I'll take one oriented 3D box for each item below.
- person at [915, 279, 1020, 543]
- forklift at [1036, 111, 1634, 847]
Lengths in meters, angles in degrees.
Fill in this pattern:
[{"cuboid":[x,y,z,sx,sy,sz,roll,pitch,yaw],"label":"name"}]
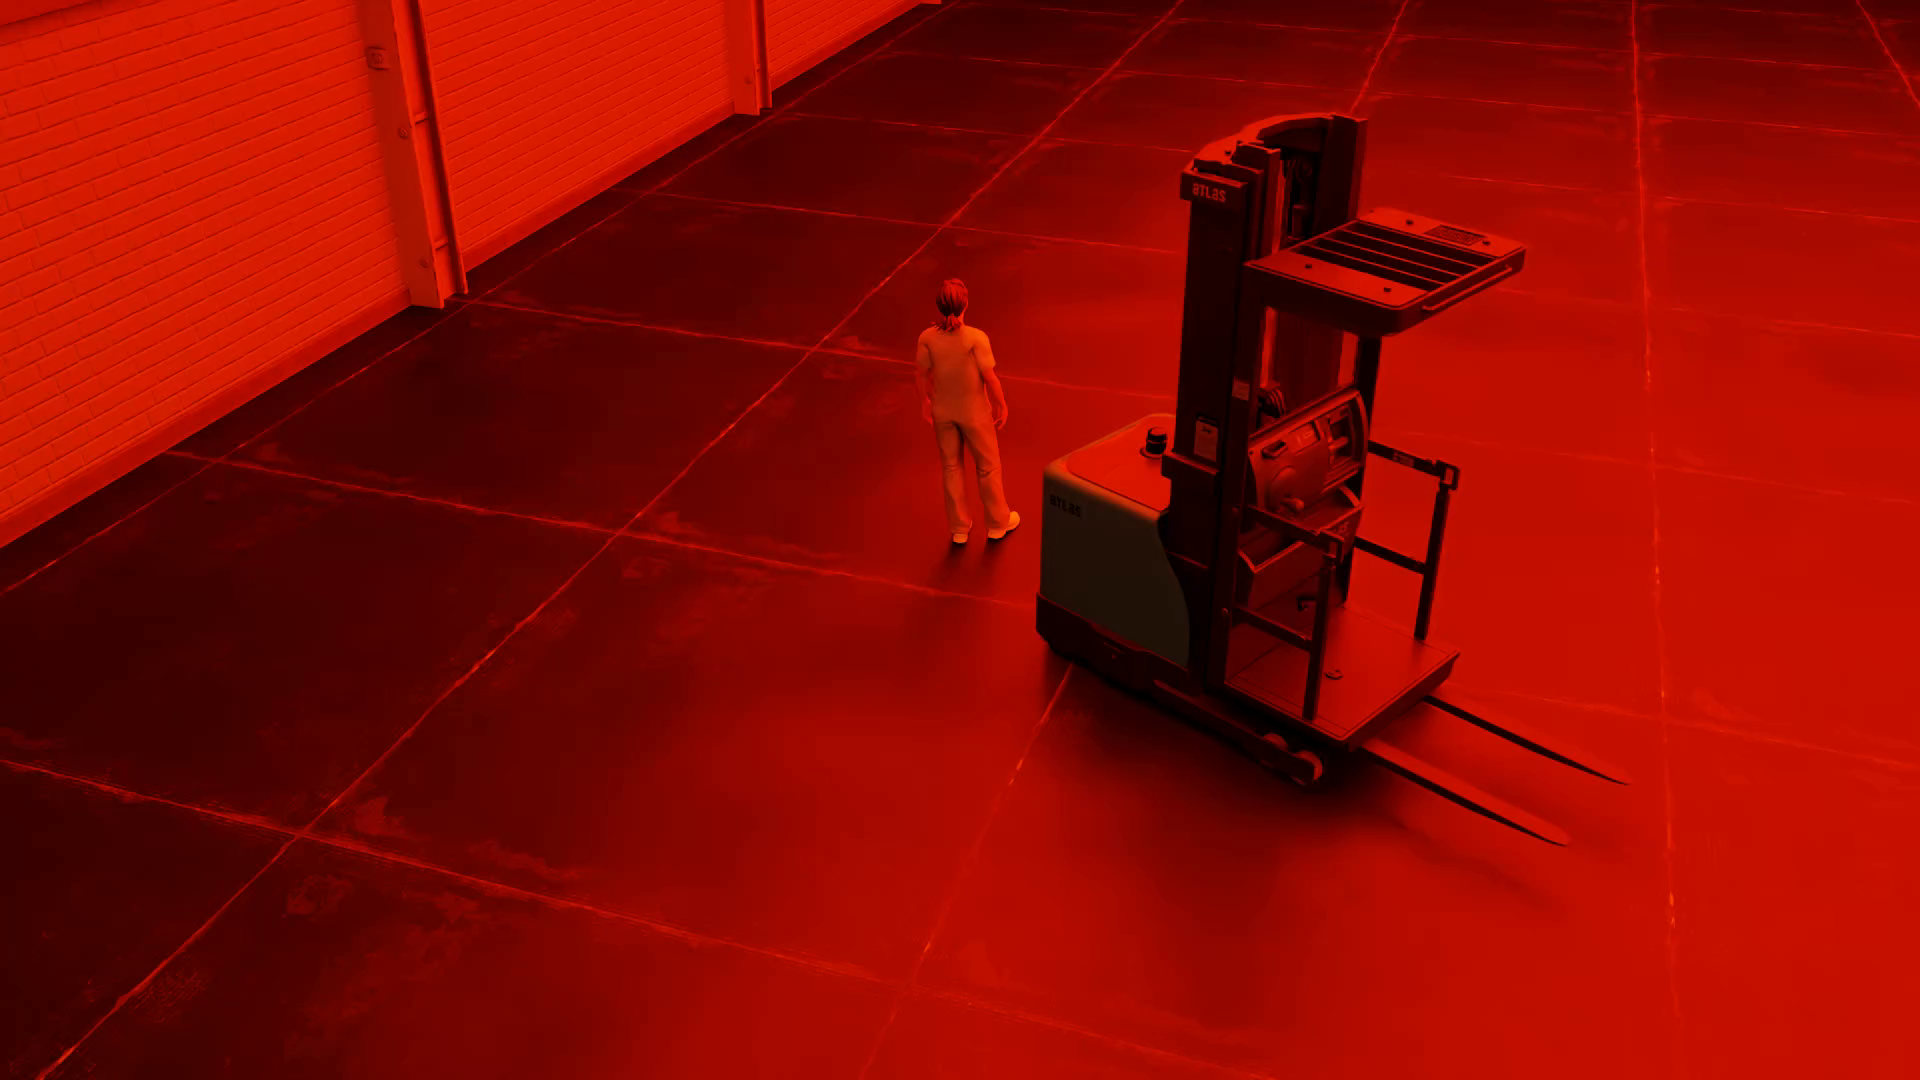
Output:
[{"cuboid":[0.037,-0.766,9.734,0.549,1.675,0.549,10,31,16],"label":"person"},{"cuboid":[1.815,-0.382,7.807,3.031,2.935,1.130,26,39,38],"label":"forklift"}]
